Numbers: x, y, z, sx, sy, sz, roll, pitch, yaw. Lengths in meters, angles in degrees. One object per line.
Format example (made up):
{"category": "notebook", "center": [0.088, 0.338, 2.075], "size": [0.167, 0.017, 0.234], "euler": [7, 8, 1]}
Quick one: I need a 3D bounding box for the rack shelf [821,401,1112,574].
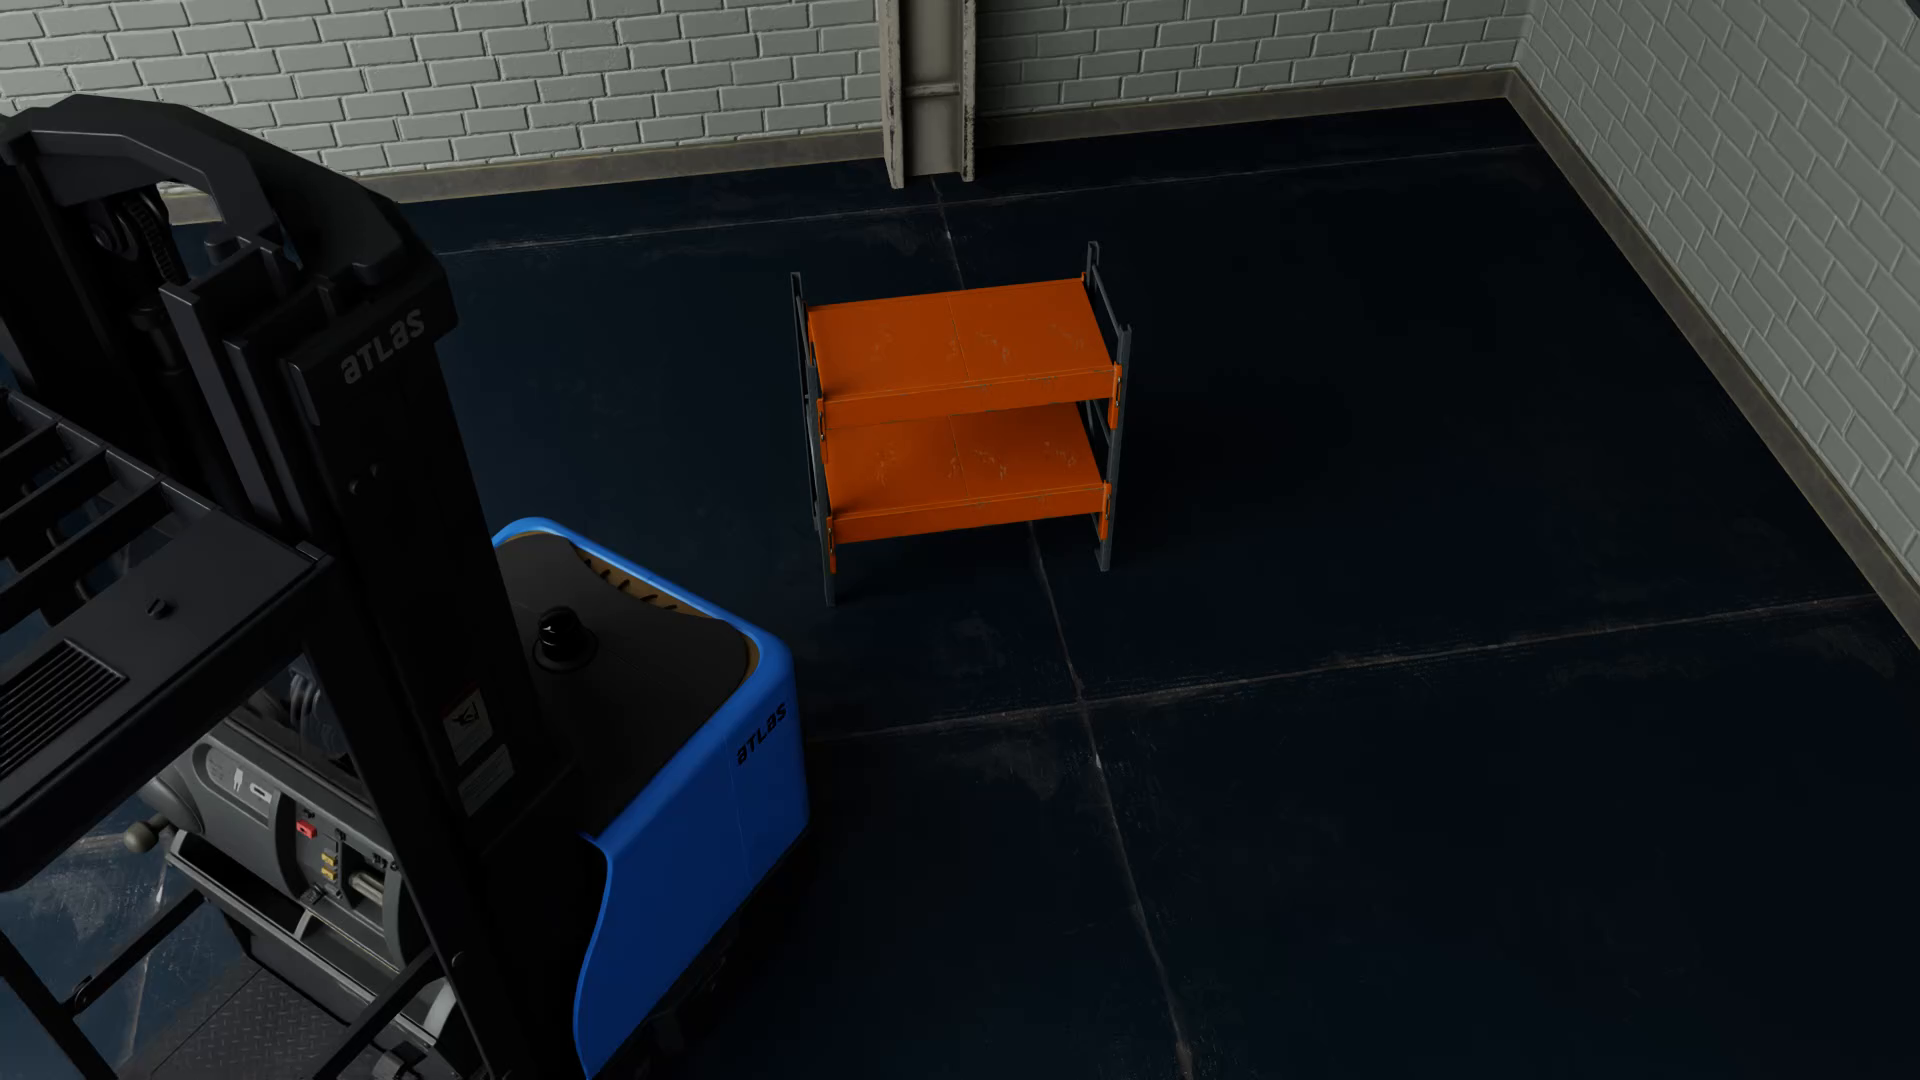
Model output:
{"category": "rack shelf", "center": [-0.007, -0.220, 6.020], "size": [1.000, 0.278, 0.538], "euler": [-7, 46, -7]}

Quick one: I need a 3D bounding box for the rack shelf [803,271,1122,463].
{"category": "rack shelf", "center": [-0.007, -0.593, 5.633], "size": [1.000, 0.278, 0.538], "euler": [-7, 46, -7]}

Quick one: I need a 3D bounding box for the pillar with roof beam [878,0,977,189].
{"category": "pillar with roof beam", "center": [0.585, -1.859, 1.792], "size": [0.400, 9.000, 9.100], "euler": [-7, 46, -7]}

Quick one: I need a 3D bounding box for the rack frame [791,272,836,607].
{"category": "rack frame", "center": [-0.508, -0.327, 5.784], "size": [0.032, 1.125, 0.500], "euler": [-7, 46, -7]}

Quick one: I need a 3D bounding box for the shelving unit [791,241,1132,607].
{"category": "shelving unit", "center": [-0.007, -0.389, 5.844], "size": [1.048, 1.125, 0.538], "euler": [-7, 46, -7]}

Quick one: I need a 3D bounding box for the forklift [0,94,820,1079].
{"category": "forklift", "center": [-1.660, 0.715, 3.526], "size": [1.130, 2.935, 3.031], "euler": [25, 51, 22]}

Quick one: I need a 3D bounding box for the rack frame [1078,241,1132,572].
{"category": "rack frame", "center": [0.494, -0.452, 5.904], "size": [0.032, 1.125, 0.500], "euler": [-7, 46, -7]}
